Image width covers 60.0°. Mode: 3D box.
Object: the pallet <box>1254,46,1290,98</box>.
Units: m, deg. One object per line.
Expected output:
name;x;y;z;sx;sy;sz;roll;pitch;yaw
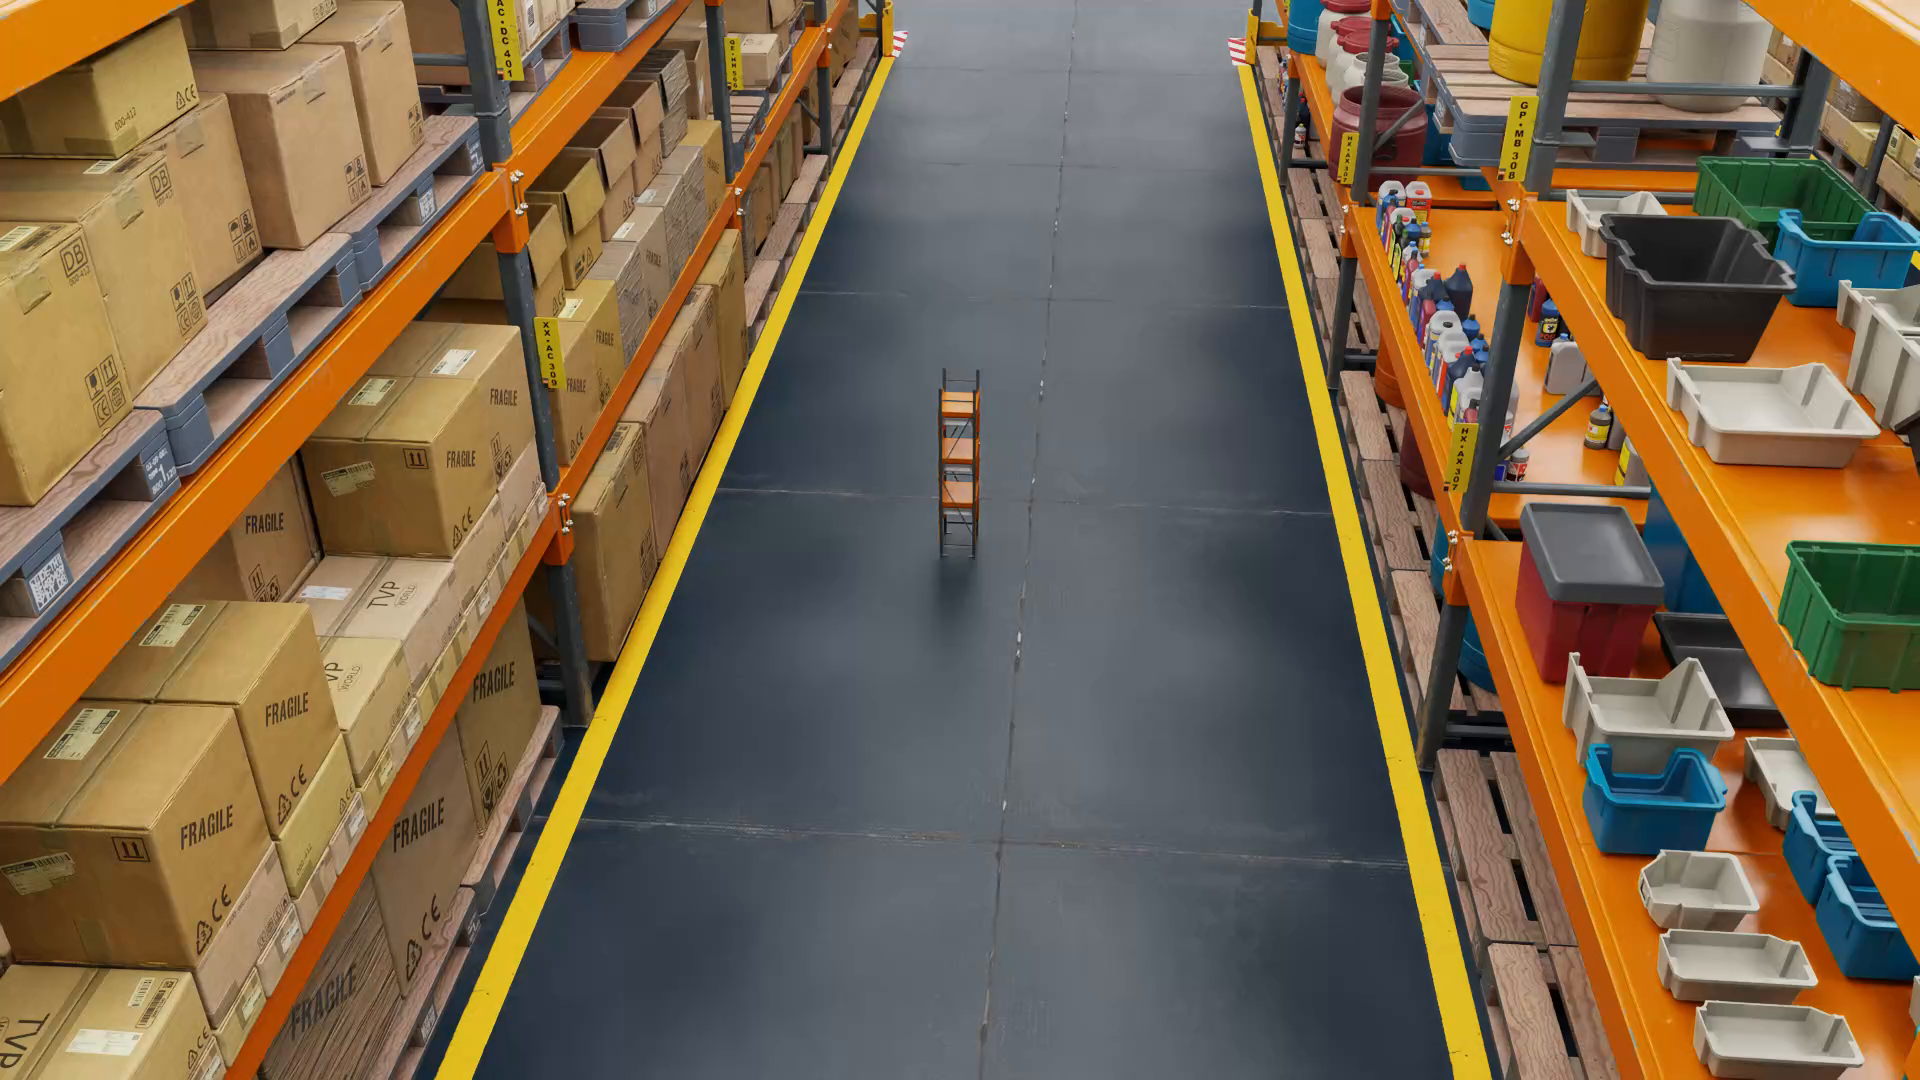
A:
pallet;3.591;-4.822;17.154;1.003;0.211;1.213;2;32;4

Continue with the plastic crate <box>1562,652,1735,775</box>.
plastic crate;2.337;0.614;5.730;0.437;0.282;0.530;2;32;4

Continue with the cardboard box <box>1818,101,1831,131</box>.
cardboard box;8.129;-3.954;15.308;0.500;0.250;0.500;2;32;4

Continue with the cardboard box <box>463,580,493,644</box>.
cardboard box;-2.053;0.271;6.471;0.380;0.149;0.250;3;32;5

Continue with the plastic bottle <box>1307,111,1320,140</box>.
plastic bottle;3.205;-3.787;14.921;0.144;0.351;0.185;2;32;4

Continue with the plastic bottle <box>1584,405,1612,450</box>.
plastic bottle;2.966;-0.529;7.719;0.097;0.201;0.097;0;32;0

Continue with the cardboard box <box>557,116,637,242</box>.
cardboard box;-2.146;-1.901;8.704;0.797;0.503;0.637;3;32;6

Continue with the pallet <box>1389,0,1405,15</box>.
pallet;2.810;-3.093;9.012;1.003;0.211;1.213;2;32;4

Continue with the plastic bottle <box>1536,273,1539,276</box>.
plastic bottle;3.268;-1.493;9.283;0.097;0.201;0.097;0;32;0

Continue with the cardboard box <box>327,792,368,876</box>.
cardboard box;-2.158;0.942;5.382;0.380;0.149;0.250;2;32;3

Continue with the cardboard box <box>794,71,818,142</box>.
cardboard box;-1.568;-3.918;15.011;0.500;0.500;0.500;2;32;2

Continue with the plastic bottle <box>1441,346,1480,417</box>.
plastic bottle;2.408;-0.771;7.970;0.144;0.351;0.185;2;32;4

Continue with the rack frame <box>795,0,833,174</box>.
rack frame;-1.641;-4.596;14.129;1.000;3.000;0.127;2;32;4

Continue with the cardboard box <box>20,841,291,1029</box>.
cardboard box;-2.274;1.105;4.738;0.500;0.250;0.500;2;32;3

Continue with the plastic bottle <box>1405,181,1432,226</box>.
plastic bottle;2.764;-2.021;10.069;0.152;0.276;0.135;2;32;4

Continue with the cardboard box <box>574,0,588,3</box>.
cardboard box;-2.111;-2.935;8.076;0.797;0.503;0.637;2;32;3

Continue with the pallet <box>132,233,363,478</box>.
pallet;-2.471;-0.588;4.851;1.003;0.211;1.213;2;32;4

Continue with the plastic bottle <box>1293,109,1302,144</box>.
plastic bottle;3.006;-3.681;14.814;0.061;0.283;0.133;4;32;6

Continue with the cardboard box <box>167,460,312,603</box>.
cardboard box;-2.671;-0.026;5.857;0.500;0.500;0.500;1;32;2

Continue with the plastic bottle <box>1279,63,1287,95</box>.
plastic bottle;3.127;-4.454;16.069;0.061;0.283;0.133;3;32;5

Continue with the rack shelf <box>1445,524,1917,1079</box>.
rack shelf;2.482;1.151;5.489;1.077;0.370;4.000;2;32;4

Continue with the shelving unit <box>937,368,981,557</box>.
shelving unit;-0.004;-0.419;9.209;0.215;1.050;0.252;2;32;4

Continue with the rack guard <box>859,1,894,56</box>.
rack guard;-1.321;-5.584;18.114;1.175;0.500;0.348;2;32;4

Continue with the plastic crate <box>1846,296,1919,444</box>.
plastic crate;2.807;-0.482;4.707;0.437;0.282;0.530;2;32;4

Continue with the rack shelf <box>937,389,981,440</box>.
rack shelf;-0.004;-0.652;9.066;0.215;0.259;0.240;2;32;4

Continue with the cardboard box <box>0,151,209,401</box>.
cardboard box;-2.469;-0.698;4.353;0.700;0.500;0.500;0;32;1

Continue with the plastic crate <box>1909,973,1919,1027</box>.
plastic crate;2.831;1.343;4.686;0.250;0.136;0.298;2;32;4

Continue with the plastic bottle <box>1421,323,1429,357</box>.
plastic bottle;2.437;-1.045;8.555;0.097;0.201;0.097;0;32;0

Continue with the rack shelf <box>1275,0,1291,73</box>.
rack shelf;3.459;-5.124;15.671;1.077;0.370;4.000;2;32;4

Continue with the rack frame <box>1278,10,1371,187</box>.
rack frame;3.296;-4.384;13.785;1.000;3.000;0.127;2;32;4

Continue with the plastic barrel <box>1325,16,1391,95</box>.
plastic barrel;2.940;-3.568;12.331;0.433;0.535;0.433;0;32;0

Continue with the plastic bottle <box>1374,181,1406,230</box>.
plastic bottle;2.613;-2.027;10.079;0.152;0.276;0.135;2;32;4

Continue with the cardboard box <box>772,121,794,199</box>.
cardboard box;-1.770;-3.150;13.746;0.700;0.500;0.500;2;32;4

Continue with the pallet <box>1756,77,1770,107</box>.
pallet;8.538;-4.674;16.913;1.003;0.211;1.213;2;32;4

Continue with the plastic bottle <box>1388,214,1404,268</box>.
plastic bottle;2.519;-1.720;9.574;0.061;0.283;0.133;2;32;4

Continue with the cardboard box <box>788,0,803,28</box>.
cardboard box;-1.845;-4.621;13.197;1.000;1.000;1.000;3;32;4

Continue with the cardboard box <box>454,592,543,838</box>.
cardboard box;-2.426;0.655;7.233;0.875;0.875;0.875;2;32;4

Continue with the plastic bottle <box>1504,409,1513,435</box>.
plastic bottle;2.510;-0.532;7.723;0.097;0.201;0.097;0;32;0

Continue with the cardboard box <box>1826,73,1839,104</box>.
cardboard box;8.142;-4.273;15.110;0.500;0.500;0.500;2;32;4

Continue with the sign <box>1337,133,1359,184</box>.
sign;2.421;-2.382;10.381;0.100;0.325;0.005;2;32;4

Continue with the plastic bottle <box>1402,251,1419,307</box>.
plastic bottle;2.473;-1.428;9.100;0.061;0.283;0.133;2;32;4

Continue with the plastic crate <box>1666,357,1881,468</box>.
plastic crate;2.240;-0.365;4.656;0.437;0.136;0.530;2;32;4

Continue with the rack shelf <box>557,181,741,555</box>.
rack shelf;-2.129;-1.152;9.226;1.077;0.370;4.000;2;32;4

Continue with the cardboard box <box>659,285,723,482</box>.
cardboard box;-2.124;-0.953;9.842;1.225;0.875;0.875;3;32;4

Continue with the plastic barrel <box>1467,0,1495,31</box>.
plastic barrel;2.631;-2.769;7.428;0.600;0.901;0.708;2;32;4

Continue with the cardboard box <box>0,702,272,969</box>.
cardboard box;-2.269;0.796;4.524;0.500;0.500;0.500;2;32;3

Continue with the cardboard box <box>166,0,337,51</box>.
cardboard box;-2.375;-1.781;5.397;0.500;0.250;0.500;0;32;1

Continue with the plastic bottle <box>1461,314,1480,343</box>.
plastic bottle;2.581;-1.017;8.444;0.097;0.271;0.097;0;32;0

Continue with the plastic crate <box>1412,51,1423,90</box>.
plastic crate;3.407;-3.152;11.725;0.402;0.464;0.583;2;32;4

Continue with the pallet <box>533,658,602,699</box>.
pallet;-2.304;0.368;8.732;1.003;0.211;1.213;2;32;4

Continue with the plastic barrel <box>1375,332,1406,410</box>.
plastic barrel;2.947;-1.291;10.434;0.600;0.830;0.708;2;32;4

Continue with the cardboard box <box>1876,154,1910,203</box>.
cardboard box;7.953;-2.979;13.725;0.500;0.250;0.500;2;32;3

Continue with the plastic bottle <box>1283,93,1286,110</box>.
plastic bottle;3.102;-4.146;15.647;0.097;0.201;0.097;0;32;0

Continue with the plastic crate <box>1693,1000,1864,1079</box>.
plastic crate;2.243;1.392;4.606;0.396;0.136;0.243;2;32;4

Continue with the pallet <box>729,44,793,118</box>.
pallet;-1.846;-3.459;12.467;1.003;0.211;1.213;2;32;4

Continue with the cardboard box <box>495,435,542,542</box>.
cardboard box;-2.066;-0.233;6.909;0.500;0.250;0.500;2;32;3

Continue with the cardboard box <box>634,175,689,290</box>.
cardboard box;-1.845;-1.746;9.409;0.500;0.500;0.500;1;32;2

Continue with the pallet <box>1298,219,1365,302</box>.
pallet;3.174;-2.145;12.810;1.003;0.211;1.213;2;32;4
